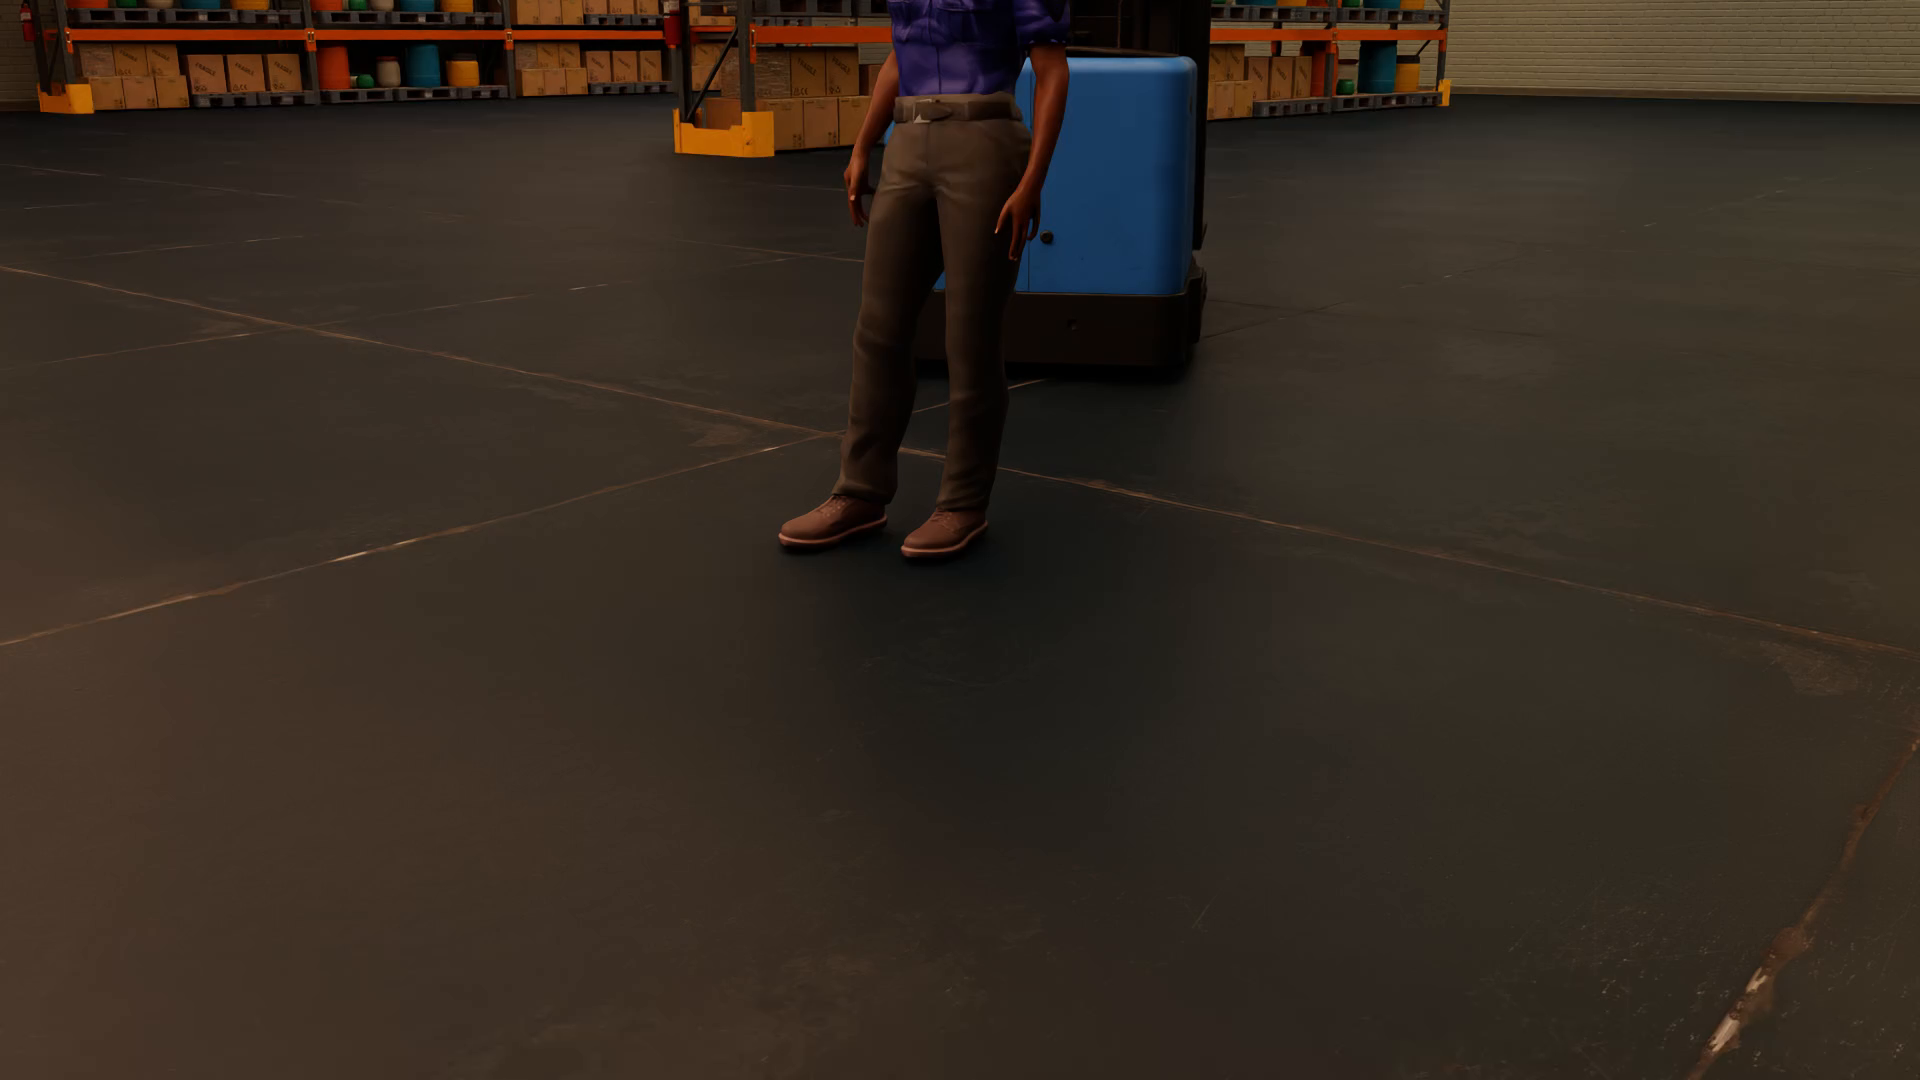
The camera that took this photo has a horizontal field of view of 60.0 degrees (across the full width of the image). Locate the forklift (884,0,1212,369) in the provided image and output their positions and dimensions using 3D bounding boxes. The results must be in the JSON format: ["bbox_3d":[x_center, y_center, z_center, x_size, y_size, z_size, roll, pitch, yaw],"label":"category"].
[{"bbox_3d":[0.483,-2.373,6.711,1.130,2.935,3.031,3,17,9],"label":"forklift"}]

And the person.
[{"bbox_3d":[-0.071,-0.782,3.647,0.569,1.654,0.504,13,21,37],"label":"person"}]
